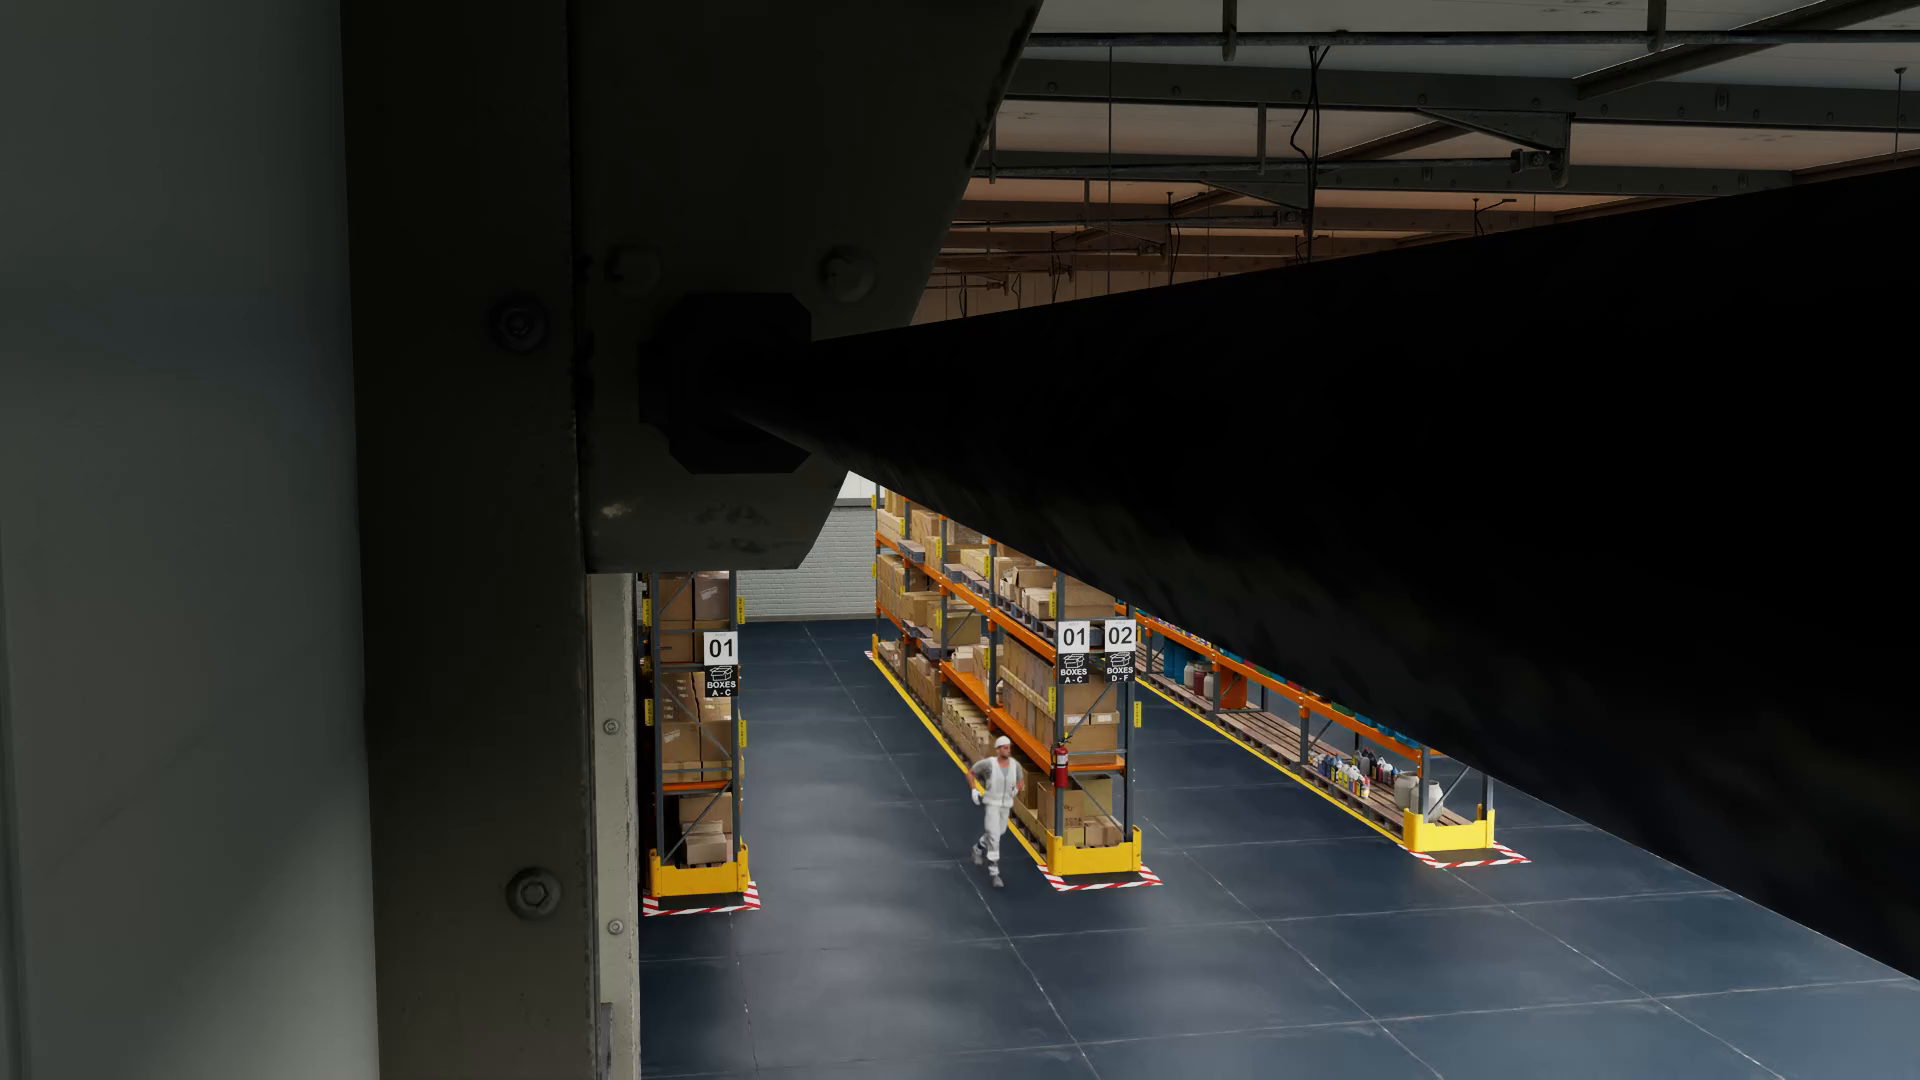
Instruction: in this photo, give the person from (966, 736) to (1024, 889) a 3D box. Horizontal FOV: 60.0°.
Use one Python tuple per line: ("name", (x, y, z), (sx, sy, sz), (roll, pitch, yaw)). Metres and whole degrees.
("person", (0.473, 3.269, 20.720), (0.718, 1.674, 0.975), (-3, 7, -28))
